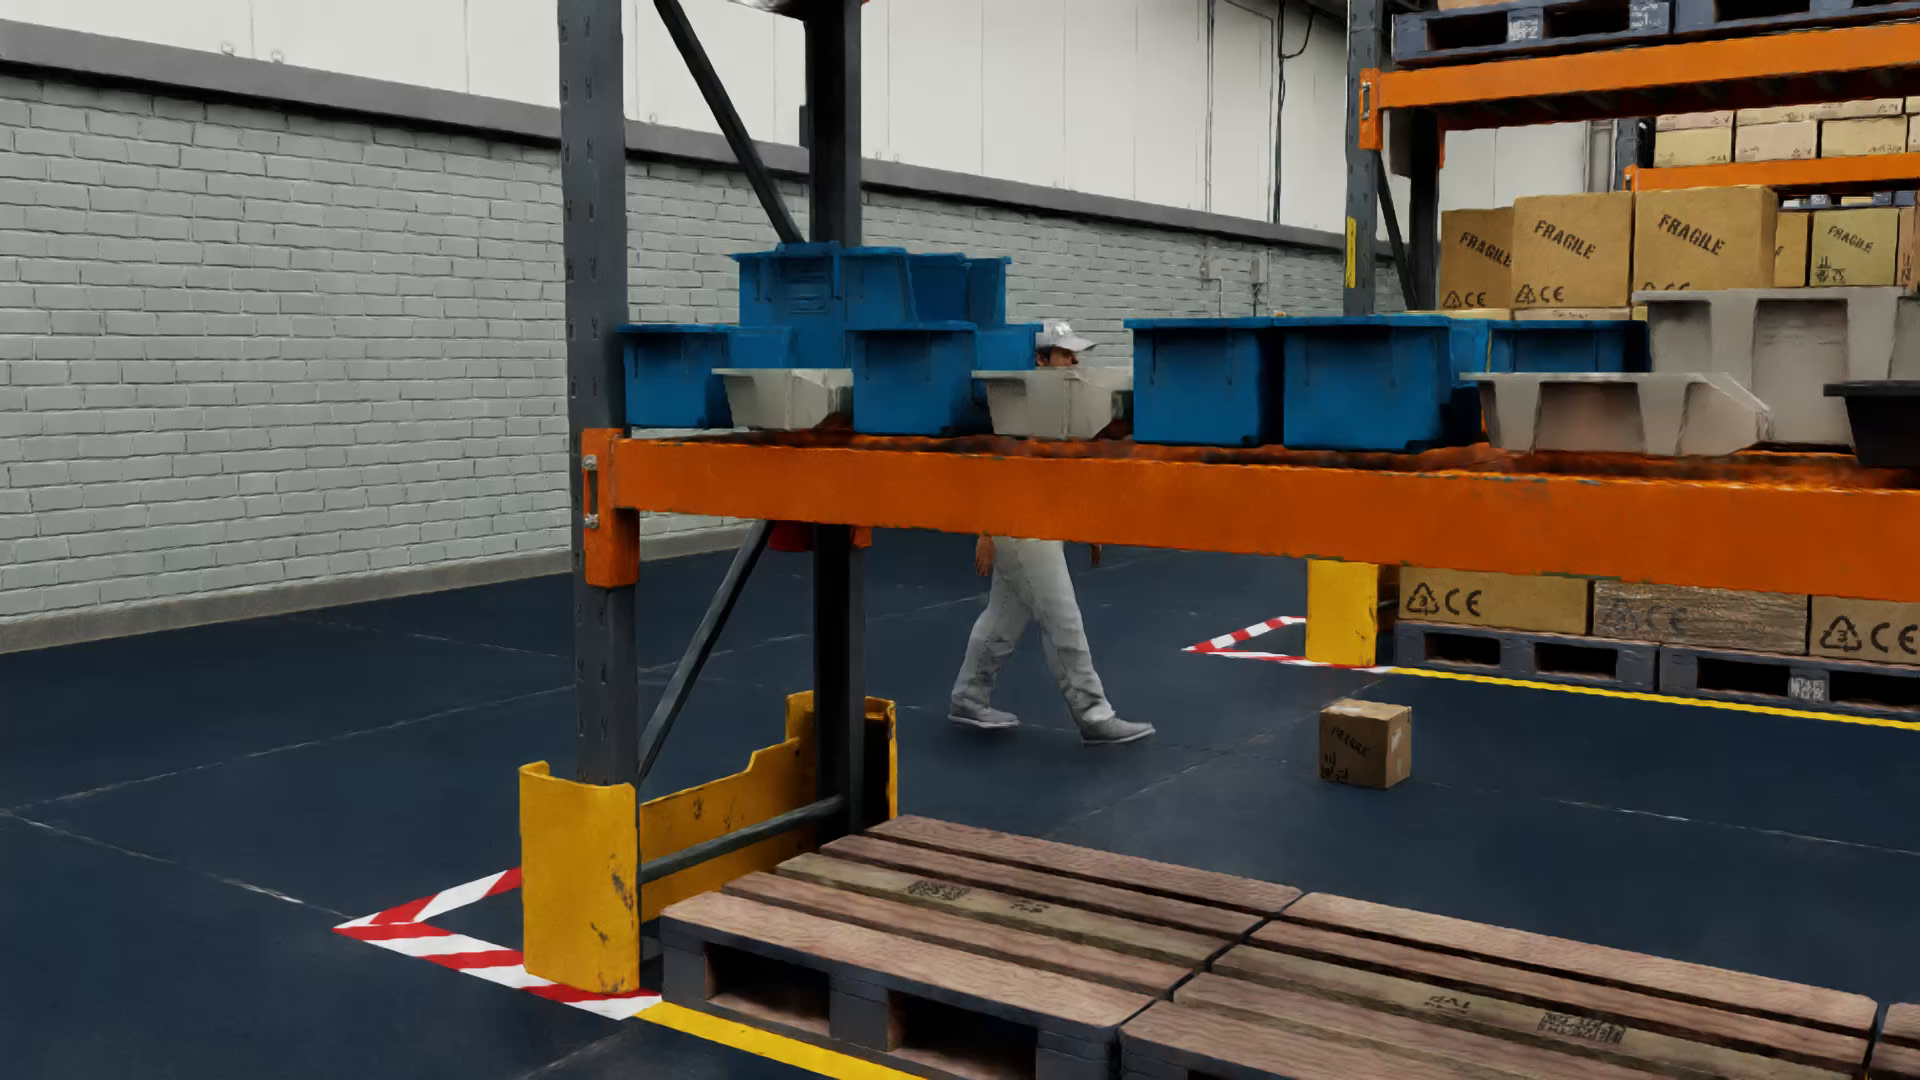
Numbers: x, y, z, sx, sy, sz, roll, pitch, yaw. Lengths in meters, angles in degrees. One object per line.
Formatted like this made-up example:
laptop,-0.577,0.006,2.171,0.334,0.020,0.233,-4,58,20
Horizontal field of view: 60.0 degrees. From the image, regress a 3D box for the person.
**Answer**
person,0.370,-0.043,6.382,0.923,1.606,0.497,3,7,25
